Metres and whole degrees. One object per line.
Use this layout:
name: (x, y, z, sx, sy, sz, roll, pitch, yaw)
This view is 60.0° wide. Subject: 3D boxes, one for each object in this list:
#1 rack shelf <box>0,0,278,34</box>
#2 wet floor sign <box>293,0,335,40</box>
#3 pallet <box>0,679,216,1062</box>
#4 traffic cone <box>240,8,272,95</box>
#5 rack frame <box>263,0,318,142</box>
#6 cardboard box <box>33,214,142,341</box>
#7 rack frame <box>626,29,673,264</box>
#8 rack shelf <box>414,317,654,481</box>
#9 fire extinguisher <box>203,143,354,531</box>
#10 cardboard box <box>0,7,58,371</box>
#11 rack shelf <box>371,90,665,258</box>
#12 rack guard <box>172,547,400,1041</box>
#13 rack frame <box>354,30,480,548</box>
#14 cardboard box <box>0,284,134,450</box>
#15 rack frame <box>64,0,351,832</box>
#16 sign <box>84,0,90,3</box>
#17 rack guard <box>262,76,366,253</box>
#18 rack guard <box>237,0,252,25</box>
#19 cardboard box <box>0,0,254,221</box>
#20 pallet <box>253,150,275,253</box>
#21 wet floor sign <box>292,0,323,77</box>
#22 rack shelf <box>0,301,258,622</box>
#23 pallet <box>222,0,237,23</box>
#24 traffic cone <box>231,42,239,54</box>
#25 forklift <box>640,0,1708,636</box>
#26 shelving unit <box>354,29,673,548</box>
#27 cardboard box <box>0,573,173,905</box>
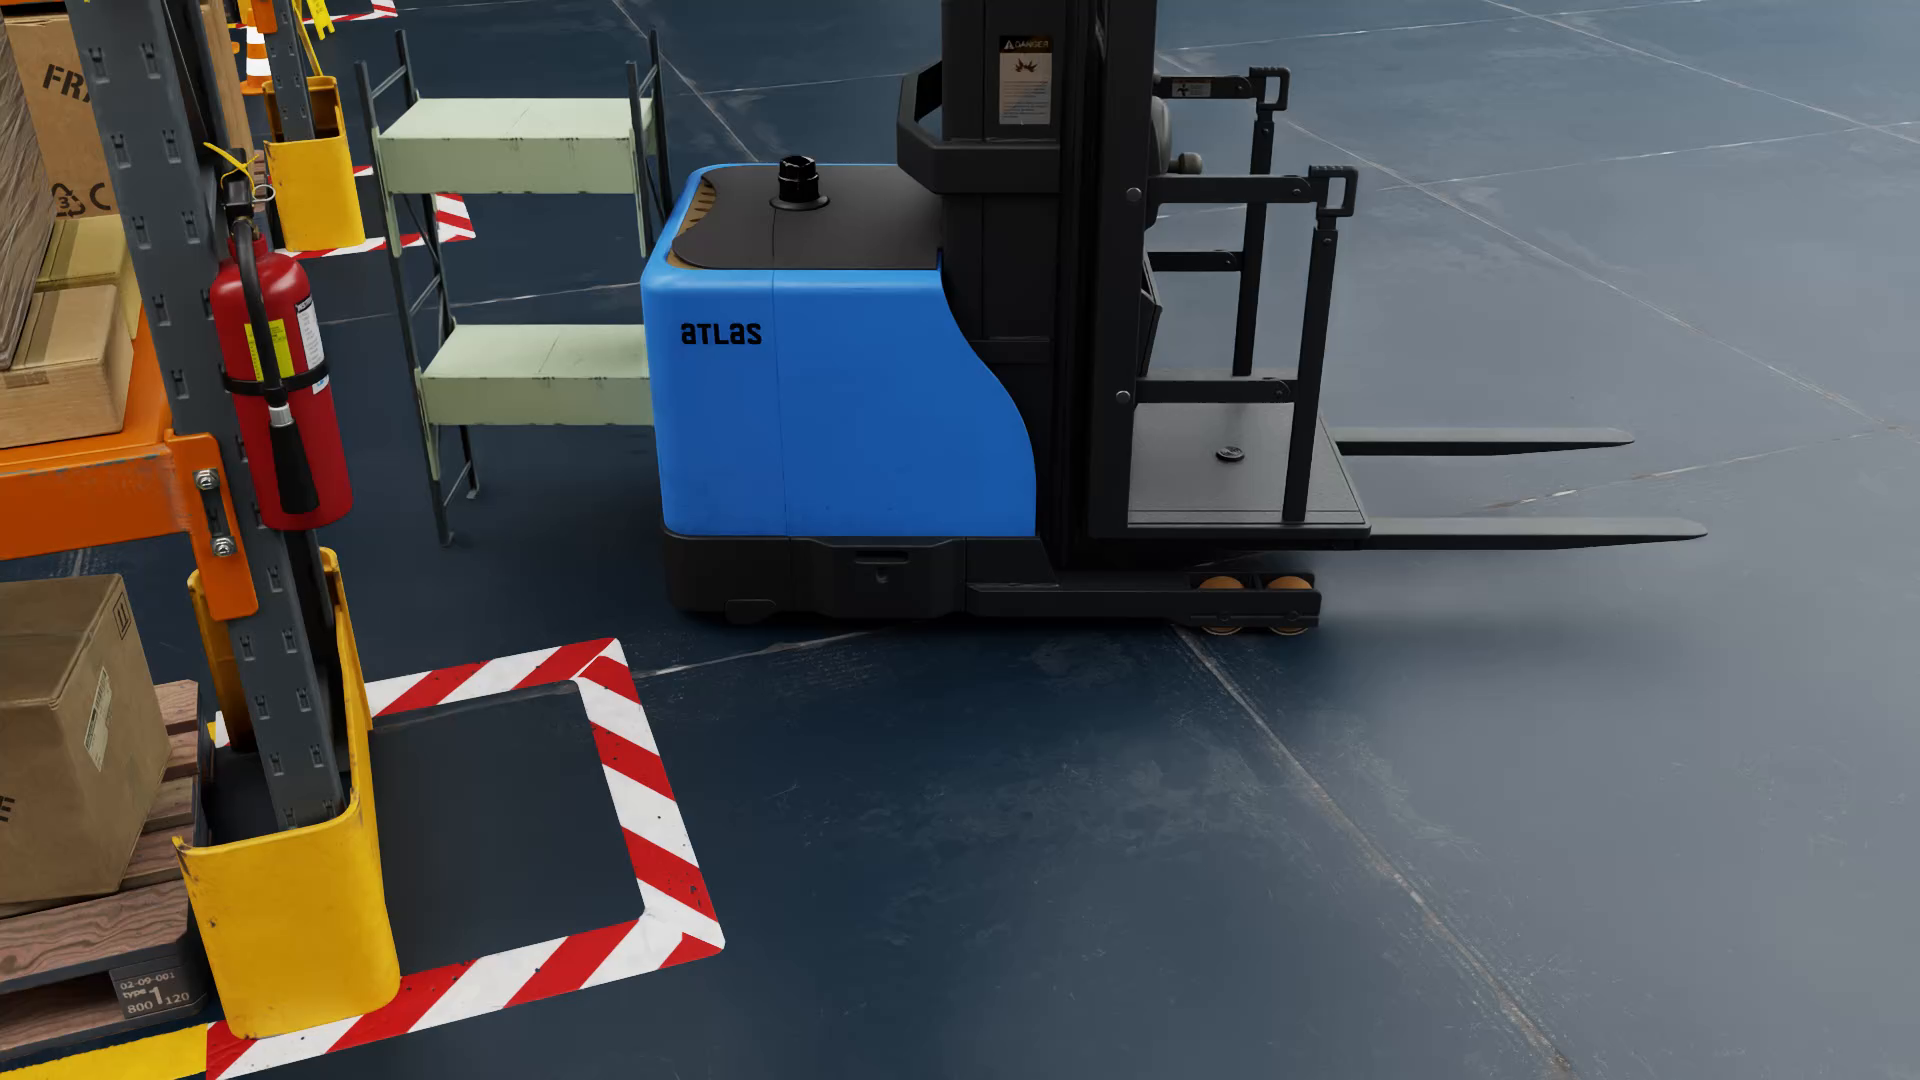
rack shelf: (-4.985, -2.235, 6.869, 4.000, 0.370, 1.077, -10, 31, -18)
wet floor sign: (-4.380, -3.685, 11.066, 0.232, 0.644, 0.267, 0, 30, 0)
pallet: (-2.320, 0.775, 3.677, 1.213, 0.211, 1.003, -10, 31, -18)
traffic cone: (-4.179, -2.940, 9.944, 0.334, 0.463, 0.336, -10, 31, -18)
rack frame: (-3.110, -2.893, 7.297, 0.127, 3.000, 1.000, -10, 31, -18)
cardboard box: (-1.826, -0.526, 3.397, 0.250, 0.149, 0.380, -10, 31, -18)
rack frame: (-0.885, -0.727, 5.009, 0.023, 1.500, 0.400, 0, 30, 0)
rack shelf: (-1.251, -0.444, 5.171, 0.720, 0.370, 0.431, 0, 30, 0)
fire extinguisher: (-1.208, -0.346, 2.906, 0.183, 0.674, 0.296, -10, 31, -18)
cardboard box: (-2.001, -0.664, 2.984, 0.500, 0.500, 0.875, -10, 31, -18)
rack shelf: (-1.252, -1.066, 4.817, 0.720, 0.370, 0.431, 0, 30, 0)
rack guard: (-1.547, 0.525, 3.823, 0.348, 0.500, 1.175, -10, 31, -18)
rack frame: (-1.617, -0.727, 5.011, 0.023, 1.500, 0.400, 0, 30, 0)
cardboard box: (-1.671, -0.320, 3.035, 0.250, 0.149, 0.380, -10, 31, -18)
rack frame: (-1.476, -0.574, 3.227, 0.127, 3.000, 1.000, -10, 31, -18)
sign: (-1.301, -0.953, 2.404, 0.005, 0.325, 0.100, -10, 31, -18)
rack guard: (-3.088, -1.811, 7.923, 0.348, 0.500, 1.175, -10, 31, -18)
rack guard: (-5.002, -4.072, 11.893, 0.348, 0.500, 1.175, -10, 31, -18)
cardboard box: (-3.723, -2.004, 7.460, 0.875, 0.875, 0.875, -10, 31, -17)
pallet: (-3.832, -1.507, 7.681, 1.213, 0.211, 1.003, -10, 31, -18)
wet floor sign: (-3.774, -2.793, 9.501, 0.232, 0.644, 0.267, -16, 33, -26)
rack shelf: (-3.350, 0.084, 2.799, 4.000, 0.370, 1.077, -10, 31, -18)
pallet: (-5.776, -3.823, 11.747, 1.213, 0.211, 1.003, -10, 31, -18)
traffic cone: (-4.884, -3.397, 10.745, 0.334, 0.463, 0.336, -10, 31, -18)
forklift: (0.664, -1.265, 4.509, 3.031, 2.935, 1.130, 0, 30, 0)
shelving unit: (-1.251, -0.727, 5.010, 0.755, 1.500, 0.431, 0, 30, 0)
cardboard box: (-2.067, 0.430, 3.566, 0.500, 0.500, 0.500, -5, 30, -8)
